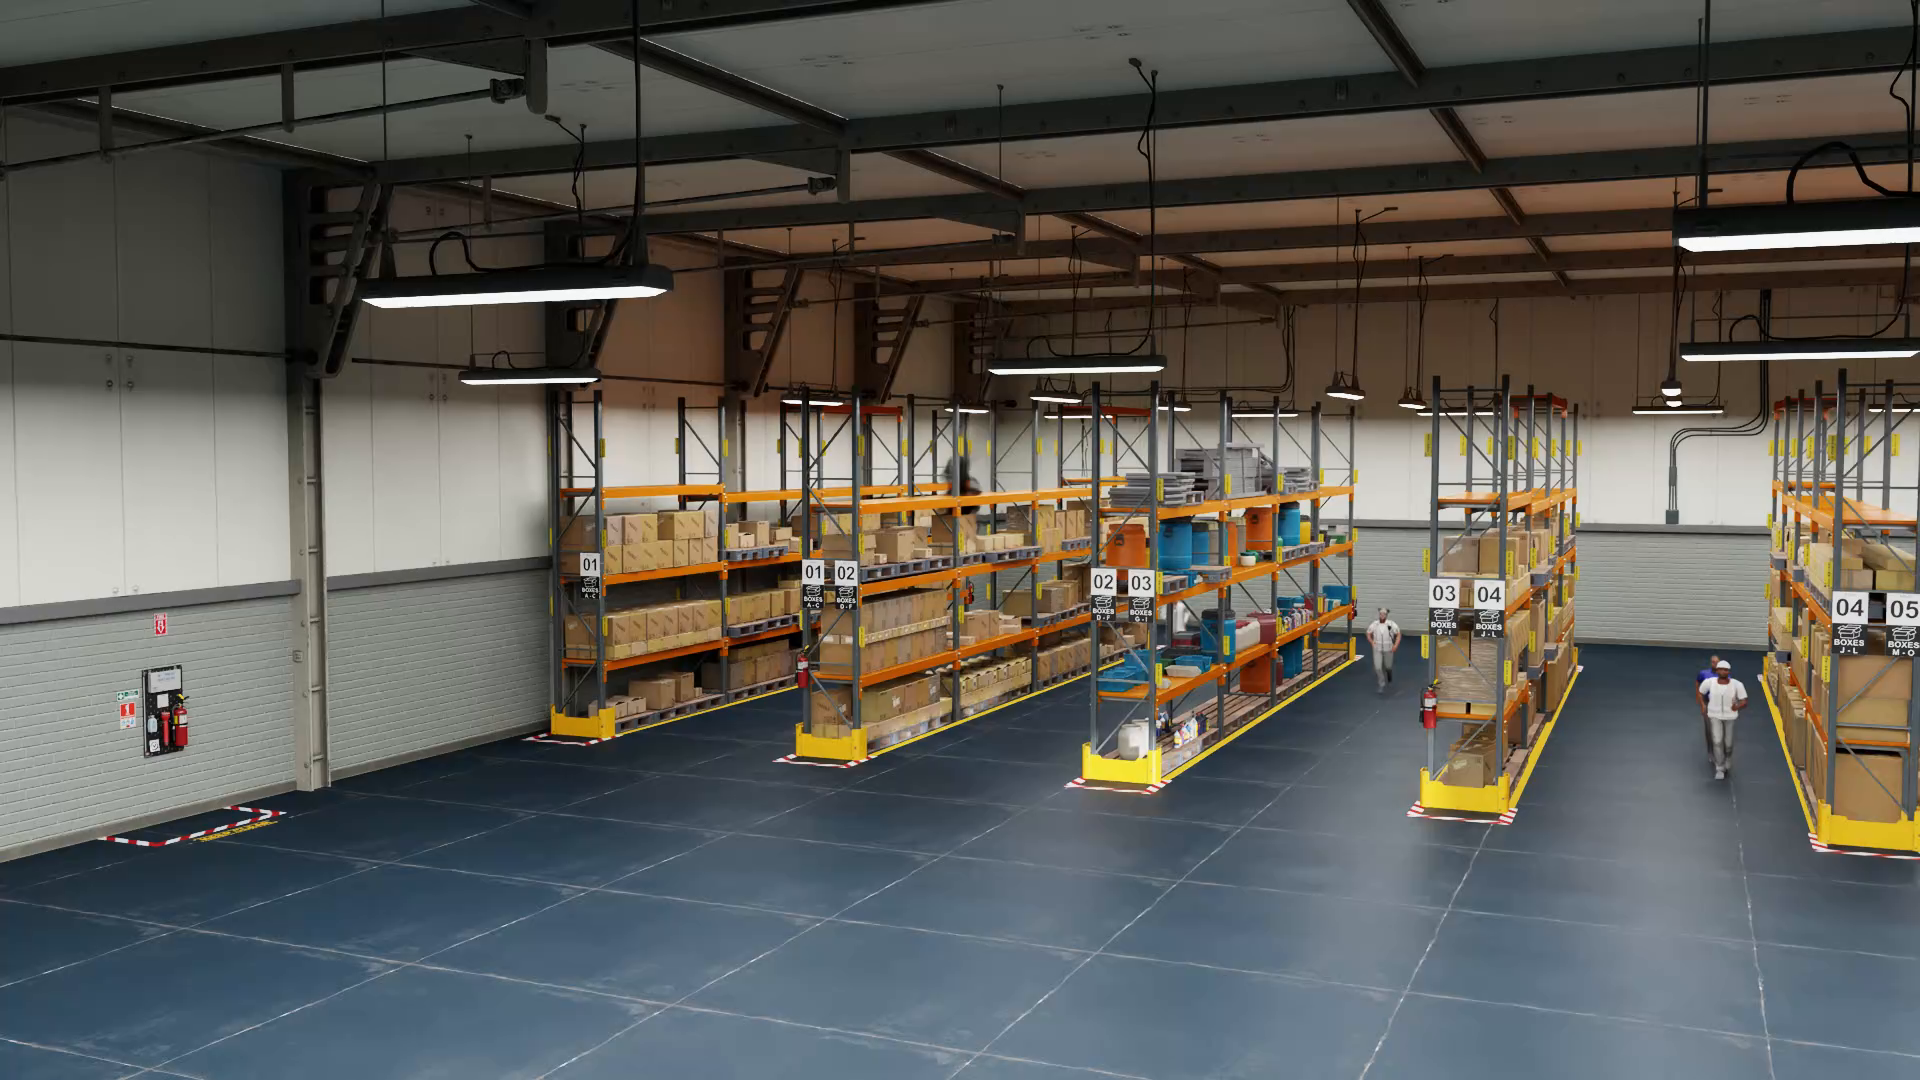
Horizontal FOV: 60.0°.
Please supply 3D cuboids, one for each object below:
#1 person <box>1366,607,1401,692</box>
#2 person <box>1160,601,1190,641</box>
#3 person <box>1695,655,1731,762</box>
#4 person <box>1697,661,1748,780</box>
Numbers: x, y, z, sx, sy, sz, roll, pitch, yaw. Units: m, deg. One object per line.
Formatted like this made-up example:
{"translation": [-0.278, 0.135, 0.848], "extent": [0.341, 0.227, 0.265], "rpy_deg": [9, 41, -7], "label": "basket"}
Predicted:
{"translation": [8.734, 2.250, 34.325], "extent": [0.701, 1.752, 0.585], "rpy_deg": [1, 3, 17], "label": "person"}
{"translation": [4.796, 2.060, 37.215], "extent": [0.648, 1.837, 0.923], "rpy_deg": [1, 3, 12], "label": "person"}
{"translation": [12.132, 2.671, 26.740], "extent": [0.567, 1.661, 0.933], "rpy_deg": [1, 3, 20], "label": "person"}
{"translation": [11.618, 2.716, 25.350], "extent": [0.701, 1.769, 0.827], "rpy_deg": [1, 3, 23], "label": "person"}
